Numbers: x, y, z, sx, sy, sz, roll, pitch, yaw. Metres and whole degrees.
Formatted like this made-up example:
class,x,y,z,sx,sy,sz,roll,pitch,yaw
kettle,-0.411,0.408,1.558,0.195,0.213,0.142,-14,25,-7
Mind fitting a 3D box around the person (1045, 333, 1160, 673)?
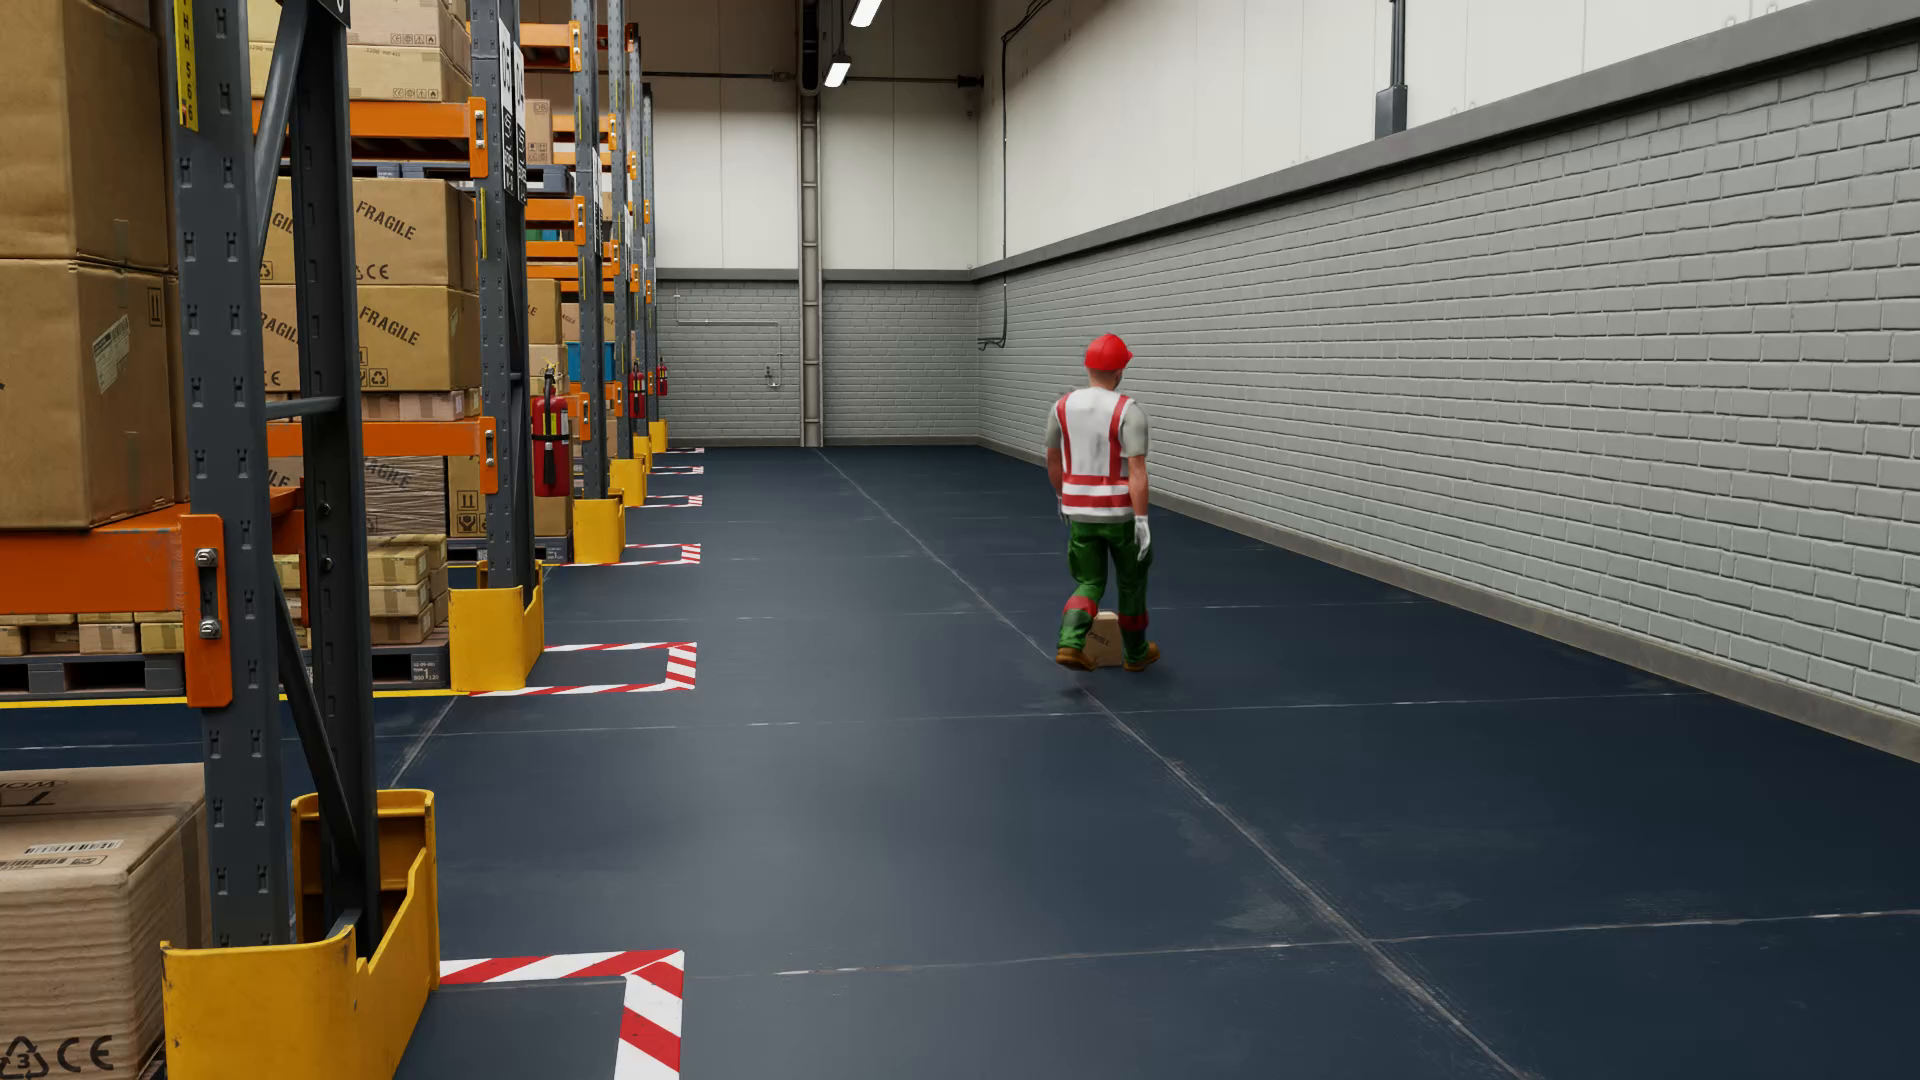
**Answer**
class,x,y,z,sx,sy,sz,roll,pitch,yaw
person,0.756,-0.158,8.284,0.603,1.725,0.945,3,7,26
